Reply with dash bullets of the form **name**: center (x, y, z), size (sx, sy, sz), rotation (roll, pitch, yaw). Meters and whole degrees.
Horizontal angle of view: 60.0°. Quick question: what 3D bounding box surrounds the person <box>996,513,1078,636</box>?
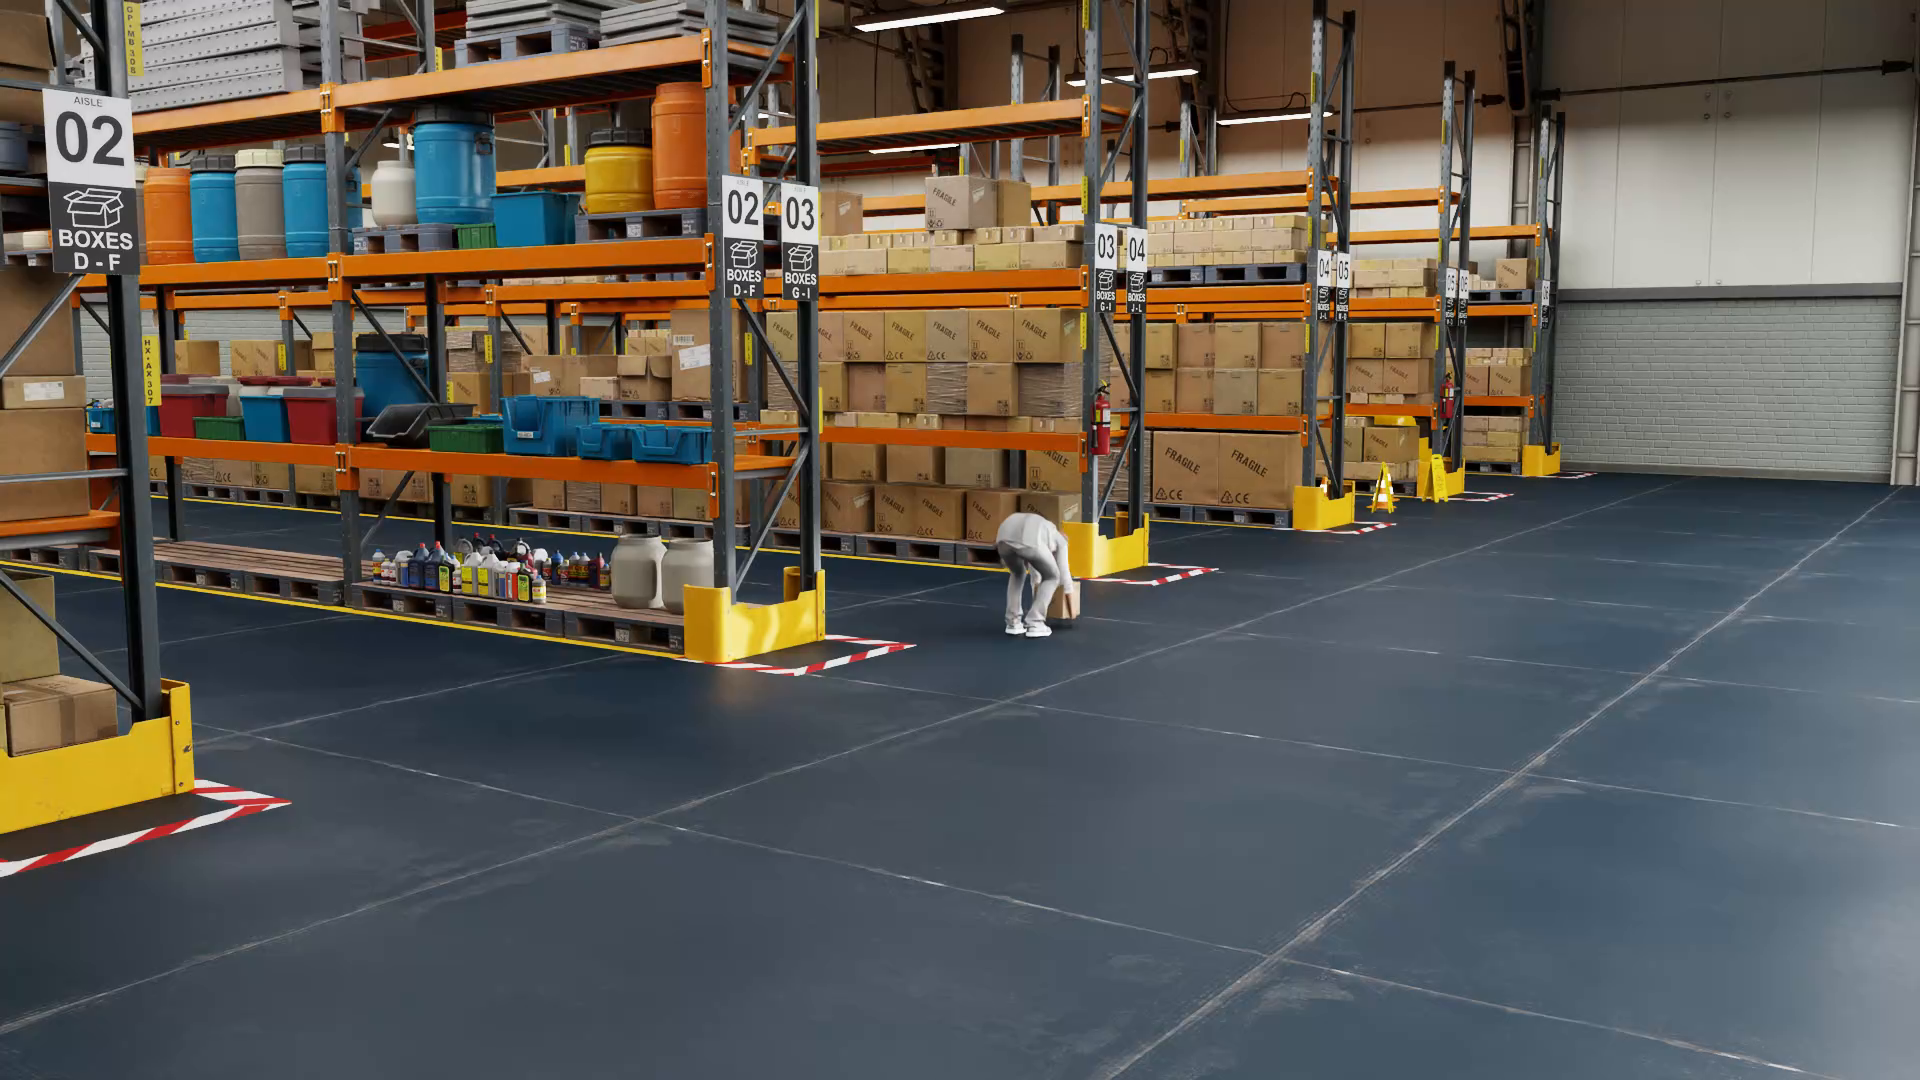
- **person**: center (0.564, 0.236, 12.208), size (0.414, 0.898, 0.856), rotation (4, 8, 31)
